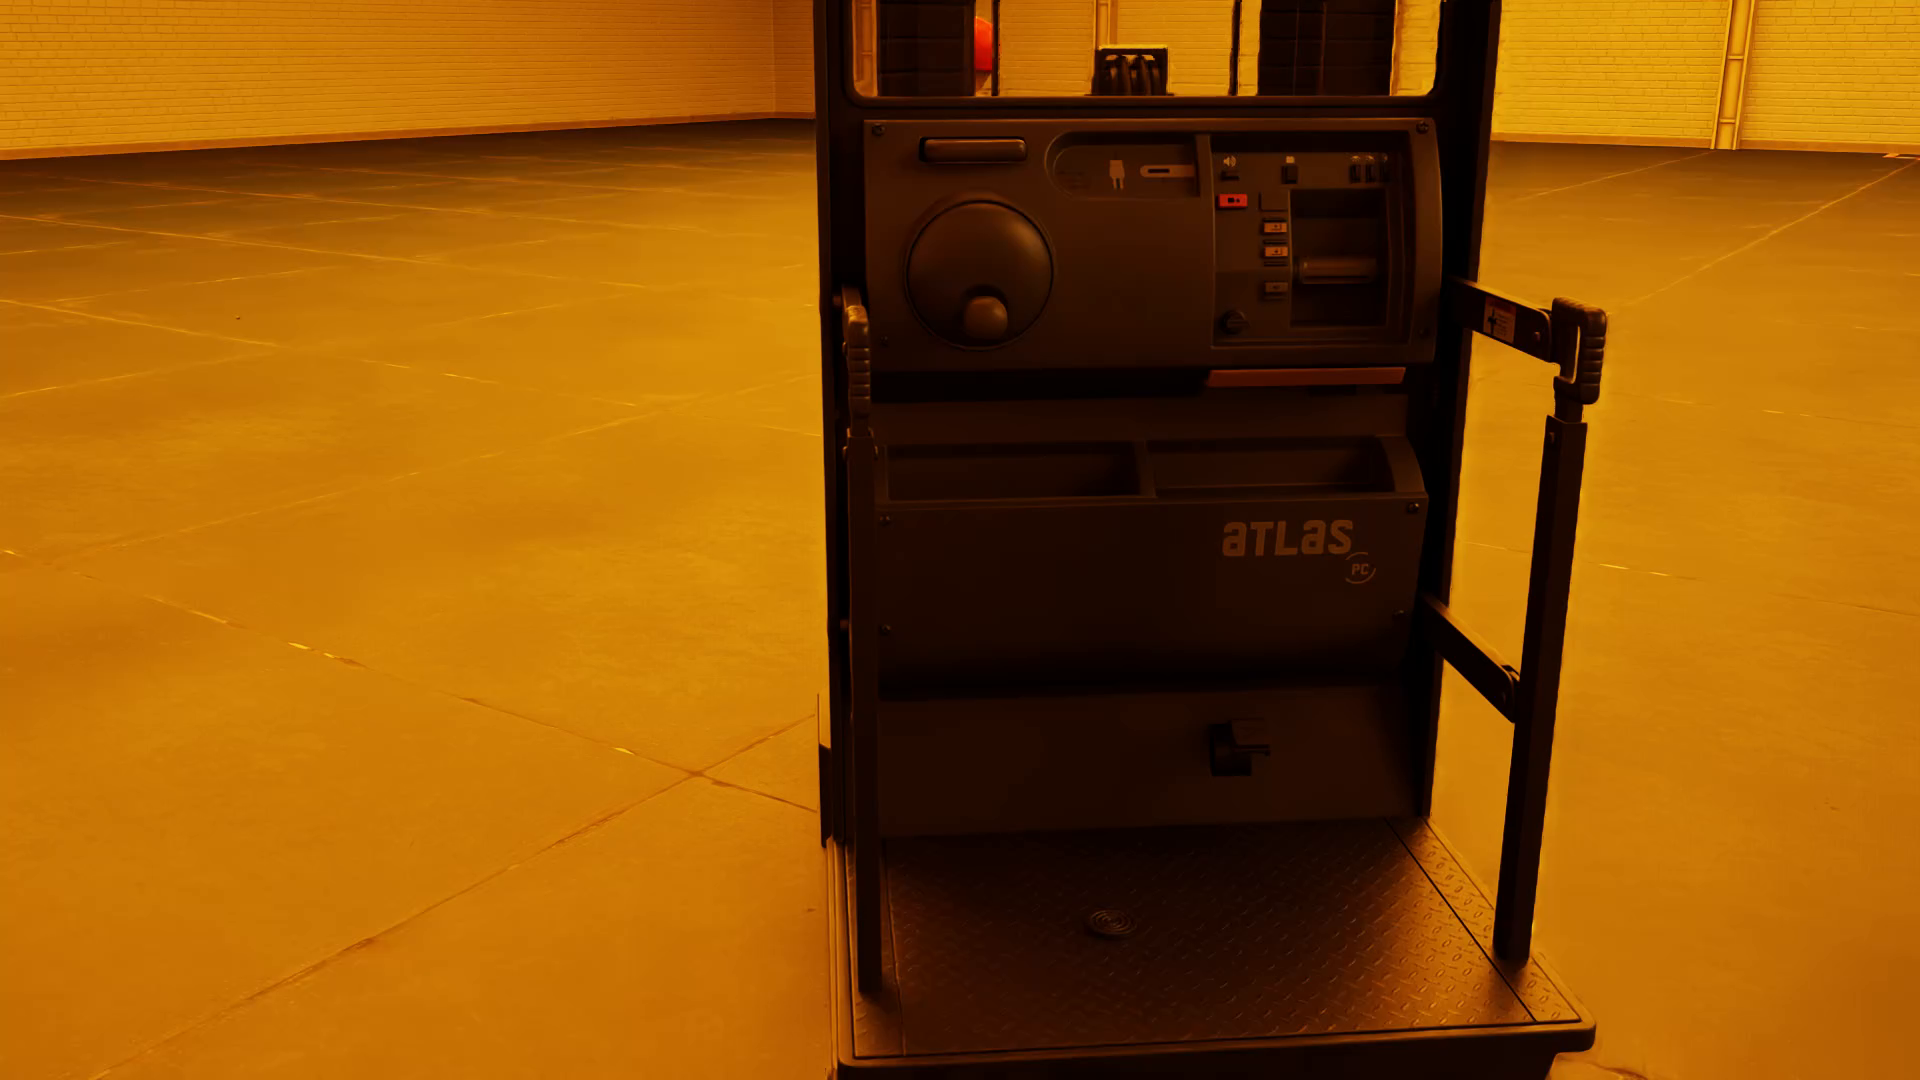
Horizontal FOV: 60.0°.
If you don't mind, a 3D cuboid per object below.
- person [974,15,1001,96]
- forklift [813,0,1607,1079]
[{"bbox_3d":[-0.059,-0.880,5.743,0.564,1.787,0.638,11,20,33],"label":"person"},{"bbox_3d":[0.333,-0.487,2.462,1.130,2.935,3.031,-1,17,-5],"label":"forklift"}]
